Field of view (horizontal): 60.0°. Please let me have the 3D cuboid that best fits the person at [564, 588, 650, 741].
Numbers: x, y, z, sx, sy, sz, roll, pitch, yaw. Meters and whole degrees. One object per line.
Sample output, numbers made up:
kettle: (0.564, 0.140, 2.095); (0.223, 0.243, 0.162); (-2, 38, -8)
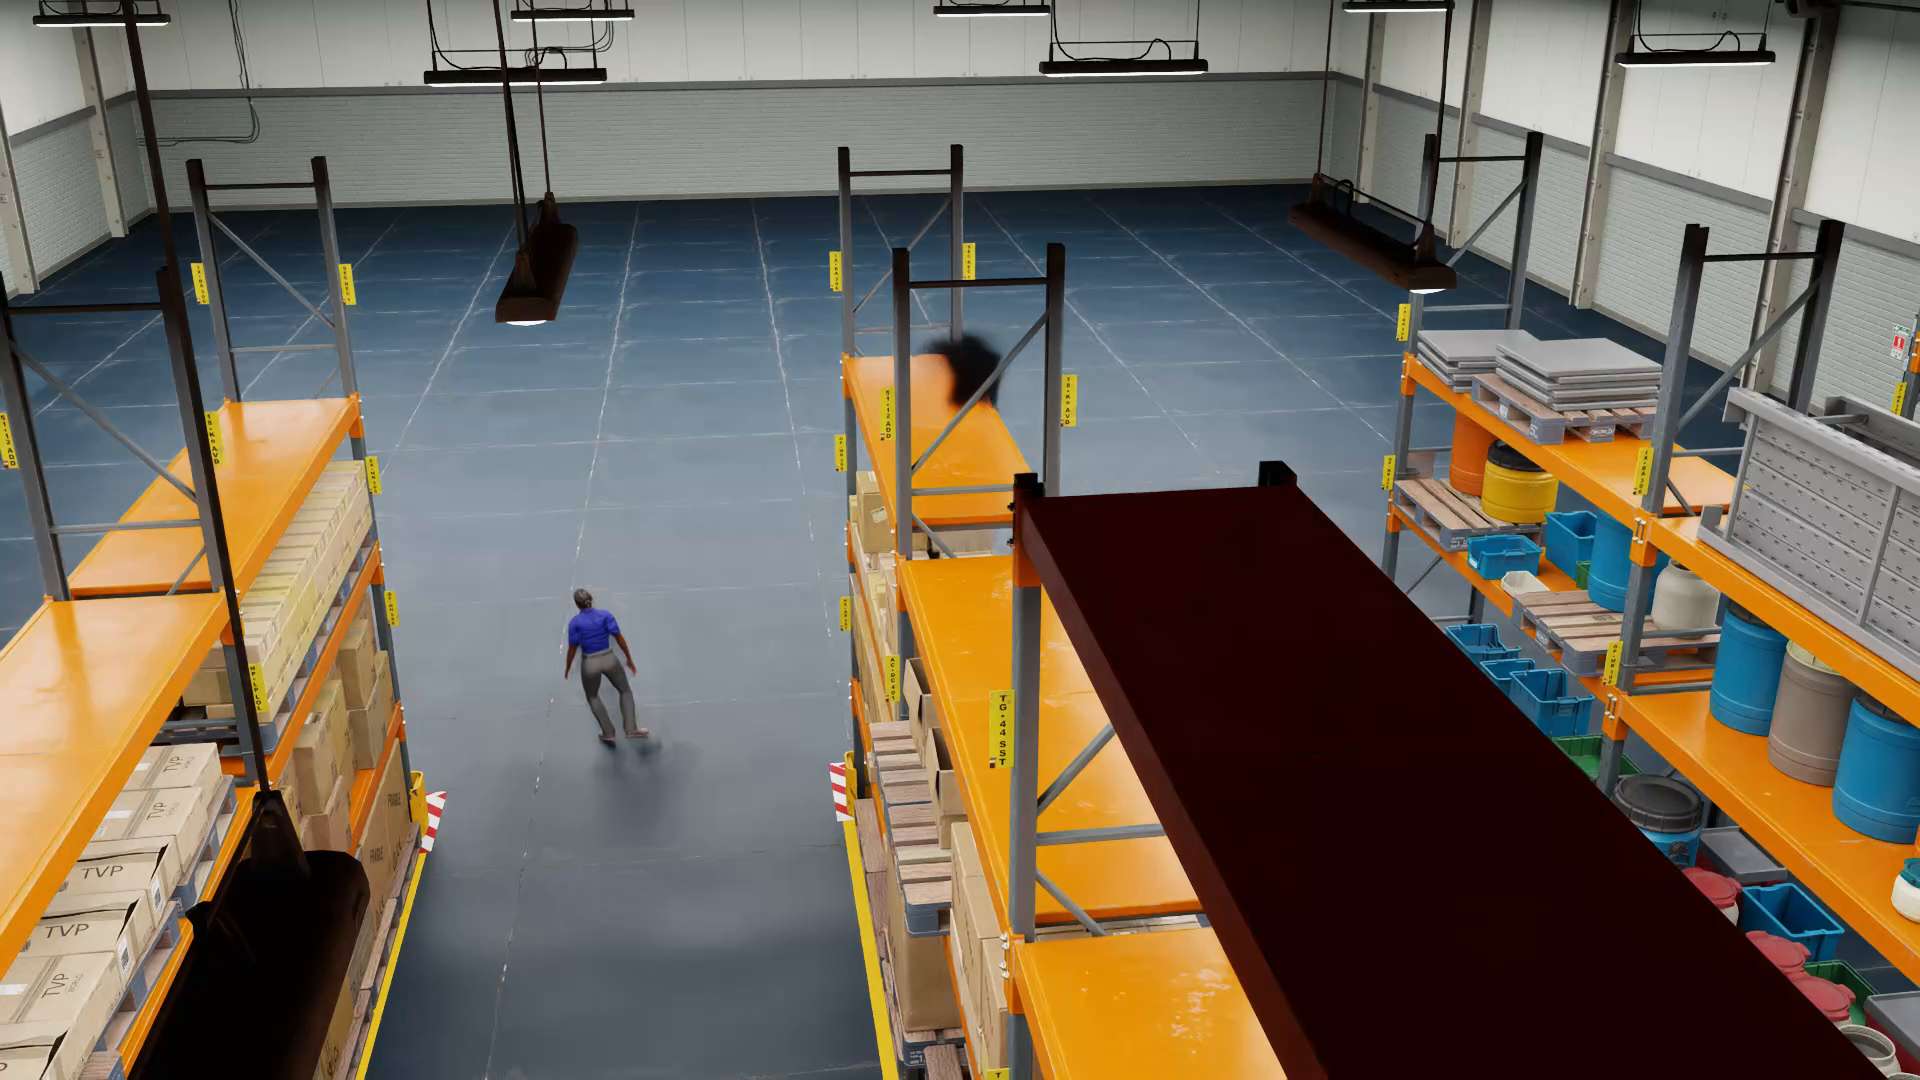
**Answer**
person: (-3.489, 1.262, 16.329); (0.722, 1.604, 0.585); (-9, 23, -22)
